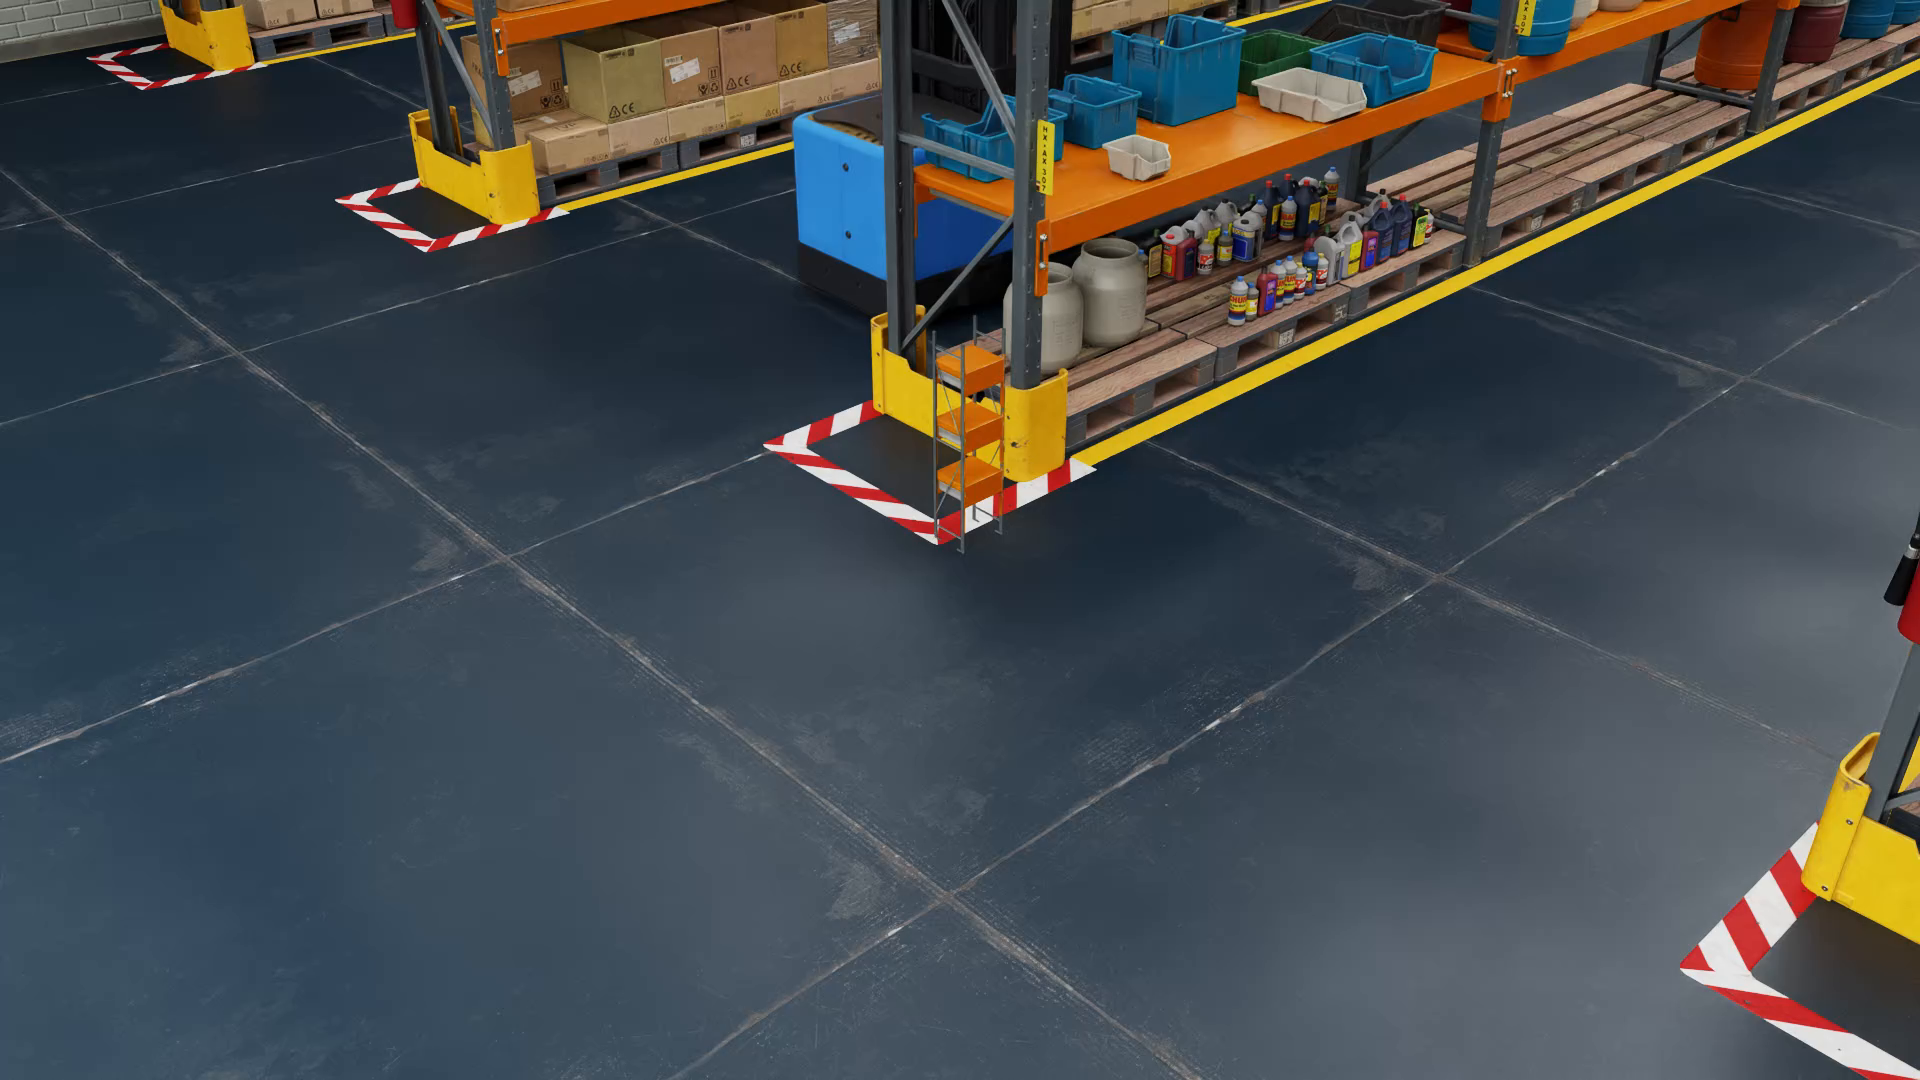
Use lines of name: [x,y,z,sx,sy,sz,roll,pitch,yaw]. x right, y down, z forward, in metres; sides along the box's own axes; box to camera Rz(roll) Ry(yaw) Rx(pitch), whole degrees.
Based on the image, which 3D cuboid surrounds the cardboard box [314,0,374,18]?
cardboard box: [-5.742,-5.034,15.263,0.500,0.311,0.500,-22,38,-32]

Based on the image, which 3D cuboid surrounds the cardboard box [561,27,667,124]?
cardboard box: [-2.448,-3.296,11.779,0.500,0.500,0.500,-26,40,-35]

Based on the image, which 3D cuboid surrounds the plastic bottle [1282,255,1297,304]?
plastic bottle: [1.874,-1.495,9.513,0.097,0.271,0.097,0,31,0]

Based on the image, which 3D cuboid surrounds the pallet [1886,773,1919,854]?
pallet: [4.051,0.992,5.925,1.213,0.211,1.003,-26,40,-35]

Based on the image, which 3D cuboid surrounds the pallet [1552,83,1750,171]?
pallet: [5.280,-3.178,12.746,1.213,0.211,1.003,-26,40,-35]

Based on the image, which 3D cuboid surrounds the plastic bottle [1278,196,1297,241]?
plastic bottle: [2.043,-2.008,10.352,0.097,0.271,0.097,0,31,0]

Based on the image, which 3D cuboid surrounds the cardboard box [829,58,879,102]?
cardboard box: [-0.989,-3.690,13.142,0.500,0.250,0.500,-26,40,-35]

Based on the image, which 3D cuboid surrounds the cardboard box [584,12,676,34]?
cardboard box: [-2.443,-3.677,12.402,0.500,0.500,0.500,-26,40,-35]

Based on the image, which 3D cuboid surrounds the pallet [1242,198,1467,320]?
pallet: [2.420,-1.797,10.487,1.213,0.211,1.003,-26,40,-35]

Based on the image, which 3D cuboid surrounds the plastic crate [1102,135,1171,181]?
plastic crate: [0.883,-1.872,8.189,0.250,0.136,0.298,-26,40,-35]

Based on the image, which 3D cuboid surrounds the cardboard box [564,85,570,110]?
cardboard box: [-2.807,-3.178,12.305,0.500,0.250,0.500,-26,40,-35]

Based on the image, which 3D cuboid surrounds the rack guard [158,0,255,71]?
rack guard: [-6.673,-4.541,14.697,0.348,0.500,1.175,-26,40,-35]

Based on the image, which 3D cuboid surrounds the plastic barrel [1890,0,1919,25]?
plastic barrel: [8.397,-5.144,14.896,0.708,0.901,0.600,-26,40,-35]

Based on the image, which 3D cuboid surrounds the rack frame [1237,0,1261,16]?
rack frame: [2.509,-6.524,15.544,0.127,3.000,1.000,-26,40,-35]

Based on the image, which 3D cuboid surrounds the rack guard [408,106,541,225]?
rack guard: [-3.375,-2.612,11.542,0.348,0.500,1.175,-26,40,-35]

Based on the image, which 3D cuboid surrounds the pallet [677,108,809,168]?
pallet: [-1.931,-3.215,12.805,1.213,0.211,1.003,-26,40,-35]

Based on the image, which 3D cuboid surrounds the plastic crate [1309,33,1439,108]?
plastic crate: [2.314,-2.649,9.350,0.616,0.251,0.499,-26,40,-35]

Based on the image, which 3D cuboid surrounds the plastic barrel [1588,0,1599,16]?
plastic barrel: [4.016,-3.561,10.831,0.301,0.262,0.301,0,31,0]

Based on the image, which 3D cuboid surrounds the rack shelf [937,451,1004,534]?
rack shelf: [0.039,-0.221,7.658,0.240,0.259,0.215,-26,40,-35]

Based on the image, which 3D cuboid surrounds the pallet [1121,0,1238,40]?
pallet: [1.879,-5.058,15.819,1.213,0.211,1.003,-26,40,-35]

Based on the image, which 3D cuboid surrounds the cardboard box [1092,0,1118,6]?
cardboard box: [1.175,-4.948,14.662,0.500,0.311,0.500,-25,39,-34]

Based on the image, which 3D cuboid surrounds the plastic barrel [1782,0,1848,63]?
plastic barrel: [7.049,-4.359,13.912,0.708,0.588,0.600,-26,40,-35]

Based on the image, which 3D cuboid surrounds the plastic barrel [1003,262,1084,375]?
plastic barrel: [0.438,-1.171,8.772,0.421,0.512,0.421,0,31,0]

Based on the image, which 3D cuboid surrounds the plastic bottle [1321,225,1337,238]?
plastic bottle: [2.199,-1.747,9.914,0.133,0.283,0.061,-26,40,-35]

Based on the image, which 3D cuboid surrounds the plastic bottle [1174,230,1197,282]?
plastic bottle: [1.333,-1.677,9.799,0.133,0.283,0.061,-26,40,-35]

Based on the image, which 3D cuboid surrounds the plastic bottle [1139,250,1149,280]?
plastic bottle: [1.056,-1.603,9.758,0.097,0.201,0.097,0,31,0]

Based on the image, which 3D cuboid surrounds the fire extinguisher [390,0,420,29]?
fire extinguisher: [-3.760,-3.789,11.146,0.183,0.674,0.296,-26,40,-35]

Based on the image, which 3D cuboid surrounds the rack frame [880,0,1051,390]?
rack frame: [0.008,-1.790,7.803,0.127,3.000,1.000,-26,40,-35]

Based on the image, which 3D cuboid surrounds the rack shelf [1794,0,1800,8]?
rack shelf: [7.341,-5.031,13.791,4.000,0.370,1.077,-26,40,-35]

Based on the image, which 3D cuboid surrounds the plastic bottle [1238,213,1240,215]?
plastic bottle: [1.705,-1.917,10.271,0.097,0.201,0.097,0,31,0]

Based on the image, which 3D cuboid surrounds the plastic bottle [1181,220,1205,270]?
plastic bottle: [1.362,-1.763,9.948,0.135,0.276,0.152,-27,41,-37]

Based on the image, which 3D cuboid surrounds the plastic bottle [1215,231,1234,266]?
plastic bottle: [1.595,-1.761,10.015,0.097,0.201,0.097,0,31,0]

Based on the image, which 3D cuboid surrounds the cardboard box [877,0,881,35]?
cardboard box: [-0.977,-4.387,13.563,0.500,0.500,0.500,-26,40,-35]

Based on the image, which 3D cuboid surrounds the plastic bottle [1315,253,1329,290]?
plastic bottle: [2.097,-1.573,9.708,0.097,0.201,0.097,0,31,0]

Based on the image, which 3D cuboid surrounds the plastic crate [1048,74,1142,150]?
plastic crate: [0.651,-2.247,8.692,0.408,0.251,0.499,-26,40,-35]

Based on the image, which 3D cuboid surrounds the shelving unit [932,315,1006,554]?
shelving unit: [0.039,-0.467,7.507,0.252,1.050,0.215,-26,40,-35]

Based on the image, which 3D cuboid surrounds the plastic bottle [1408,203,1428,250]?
plastic bottle: [2.812,-1.941,10.231,0.133,0.283,0.061,-24,39,-33]

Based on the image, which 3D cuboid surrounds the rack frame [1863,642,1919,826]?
rack frame: [3.375,0.104,4.704,0.127,3.000,1.000,-26,40,-35]

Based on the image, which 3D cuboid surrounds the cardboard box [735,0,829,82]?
cardboard box: [-1.354,-3.832,12.655,0.500,0.500,0.500,-26,40,-35]

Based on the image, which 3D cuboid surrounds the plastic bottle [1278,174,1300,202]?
plastic bottle: [2.067,-2.139,10.491,0.185,0.351,0.144,-25,39,-34]

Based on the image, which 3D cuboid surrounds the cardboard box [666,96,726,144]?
cardboard box: [-2.082,-3.154,12.265,0.500,0.250,0.500,-26,40,-35]

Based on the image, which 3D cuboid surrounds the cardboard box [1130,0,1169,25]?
cardboard box: [1.543,-4.889,15.103,0.500,0.250,0.500,-25,39,-34]

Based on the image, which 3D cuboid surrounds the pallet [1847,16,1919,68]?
pallet: [8.213,-4.599,15.070,1.213,0.211,1.003,-26,40,-35]

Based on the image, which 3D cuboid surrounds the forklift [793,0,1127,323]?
forklift: [0.436,-3.149,10.091,3.031,2.935,1.130,-25,39,-34]

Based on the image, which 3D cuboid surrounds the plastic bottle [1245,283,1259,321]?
plastic bottle: [1.625,-1.345,9.335,0.097,0.201,0.097,0,31,0]

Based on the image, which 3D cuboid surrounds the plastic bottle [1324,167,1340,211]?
plastic bottle: [2.409,-2.288,10.809,0.097,0.271,0.097,0,31,0]

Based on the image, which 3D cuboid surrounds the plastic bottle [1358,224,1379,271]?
plastic bottle: [2.433,-1.758,9.931,0.133,0.283,0.061,-23,38,-32]

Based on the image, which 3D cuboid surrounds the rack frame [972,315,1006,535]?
rack frame: [0.129,-0.510,7.578,0.008,1.050,0.200,-26,40,-35]
